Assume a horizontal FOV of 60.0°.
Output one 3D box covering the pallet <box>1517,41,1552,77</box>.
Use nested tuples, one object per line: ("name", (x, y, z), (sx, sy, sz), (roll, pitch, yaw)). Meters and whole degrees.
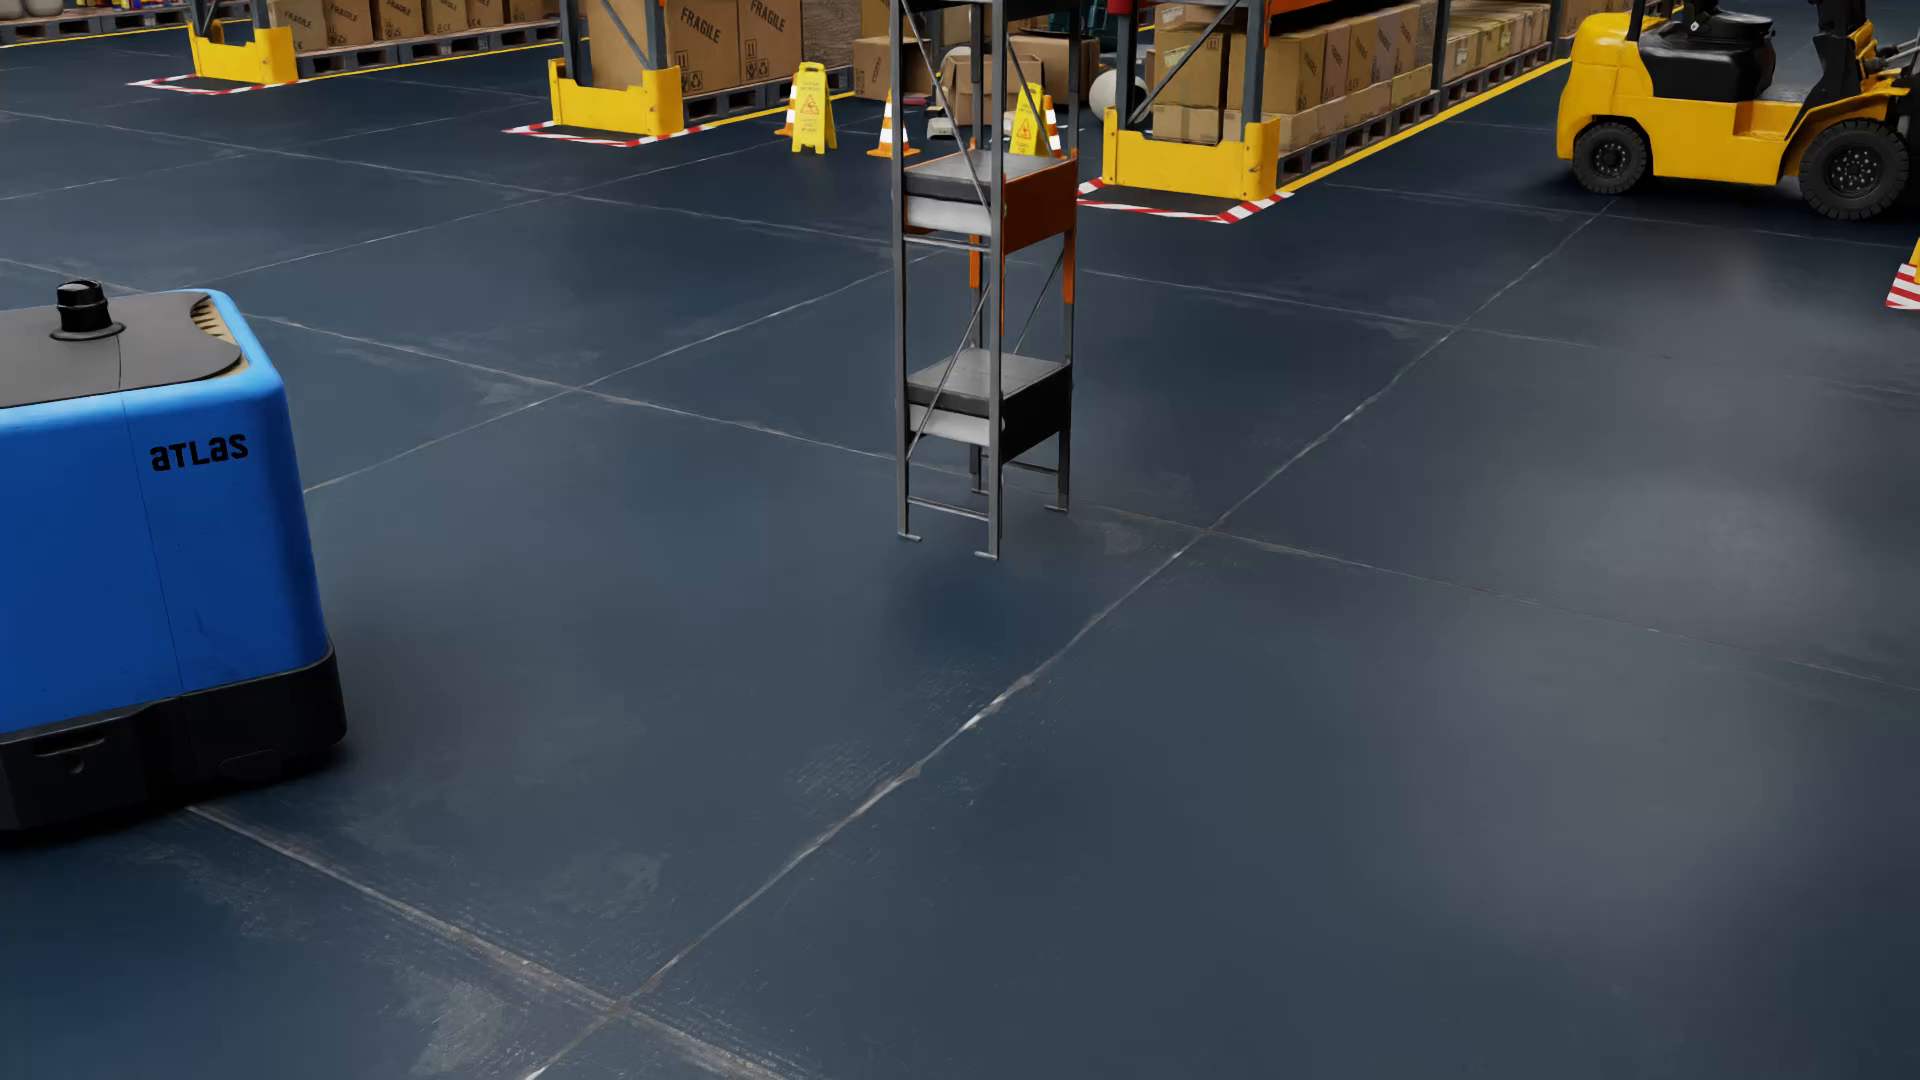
("pallet", (5.304, -4.892, 16.784), (1.003, 0.211, 1.213), (14, 27, 29))

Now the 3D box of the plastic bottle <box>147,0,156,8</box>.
("plastic bottle", (-9.675, -6.495, 19.859), (0.097, 0.271, 0.097), (0, 23, 0))

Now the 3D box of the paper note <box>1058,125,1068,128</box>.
("paper note", (0.881, -3.358, 13.484), (0.142, 0.019, 0.148), (-17, 29, -35))

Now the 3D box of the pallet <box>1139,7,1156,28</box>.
("pallet", (1.872, -6.422, 20.318), (1.003, 0.211, 1.213), (14, 27, 29))

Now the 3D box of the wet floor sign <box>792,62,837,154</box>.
("wet floor sign", (-1.094, -3.233, 12.405), (0.267, 0.644, 0.232), (9, 25, 20))

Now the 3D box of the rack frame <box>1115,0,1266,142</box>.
("rack frame", (1.498, -3.735, 10.601), (1.000, 3.000, 0.127), (14, 27, 29))

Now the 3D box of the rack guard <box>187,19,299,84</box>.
("rack guard", (-6.881, -4.690, 15.954), (1.175, 0.500, 0.348), (14, 27, 29))

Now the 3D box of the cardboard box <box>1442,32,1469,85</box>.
("cardboard box", (3.882, -4.249, 14.569), (0.950, 0.372, 0.625), (14, 27, 30))

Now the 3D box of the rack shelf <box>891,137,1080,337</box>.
("rack shelf", (0.087, -1.007, 5.467), (0.431, 0.518, 0.480), (14, 27, 29))

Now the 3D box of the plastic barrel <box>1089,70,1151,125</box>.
("plastic barrel", (1.301, -3.567, 13.456), (0.421, 0.421, 0.512), (-7, 24, -17))

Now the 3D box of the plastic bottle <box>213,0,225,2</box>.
("plastic bottle", (-9.215, -6.843, 20.562), (0.144, 0.351, 0.185), (12, 26, 26))

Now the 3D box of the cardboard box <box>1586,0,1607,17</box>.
("cardboard box", (6.627, -6.168, 18.369), (0.875, 0.875, 0.875), (14, 27, 30))

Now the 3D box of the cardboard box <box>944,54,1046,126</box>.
("cardboard box", (0.273, -3.712, 13.692), (0.797, 0.503, 0.637), (-3, 24, -7))

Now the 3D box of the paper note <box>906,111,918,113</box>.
("paper note", (-0.413, -3.648, 14.164), (0.123, 0.001, 0.032), (-12, 26, -26))

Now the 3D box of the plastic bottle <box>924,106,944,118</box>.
("plastic bottle", (-0.212, -3.618, 14.031), (0.133, 0.061, 0.283), (5, 24, 11))

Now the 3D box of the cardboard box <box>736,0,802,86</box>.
("cardboard box", (-1.997, -4.496, 14.505), (0.875, 0.875, 0.875), (13, 27, 28))

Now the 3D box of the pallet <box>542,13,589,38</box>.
("pallet", (-4.402, -6.145, 19.679), (1.003, 0.211, 1.213), (14, 27, 29))

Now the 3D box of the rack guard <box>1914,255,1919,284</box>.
("rack guard", (5.704, -1.541, 8.679), (1.175, 0.500, 0.348), (14, 27, 29))

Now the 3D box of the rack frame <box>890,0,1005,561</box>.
("rack frame", (-0.041, -0.937, 5.272), (0.400, 2.100, 0.015), (14, 27, 29))

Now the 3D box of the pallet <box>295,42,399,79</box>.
("pallet", (-6.423, -4.824, 16.628), (1.003, 0.211, 1.213), (14, 27, 29))

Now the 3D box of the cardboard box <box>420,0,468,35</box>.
("cardboard box", (-5.613, -5.660, 17.665), (0.500, 0.500, 0.500), (11, 26, 24))

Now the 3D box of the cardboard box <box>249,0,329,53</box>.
("cardboard box", (-6.578, -5.064, 16.290), (0.500, 0.500, 0.500), (20, 30, 38))

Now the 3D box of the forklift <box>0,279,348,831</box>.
("forklift", (-3.157, -0.633, 3.523), (3.031, 2.935, 1.130), (-13, 26, -27))

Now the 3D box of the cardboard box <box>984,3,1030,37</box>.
("cardboard box", (0.112, -5.801, 17.679), (1.050, 0.750, 0.750), (14, 27, 29))

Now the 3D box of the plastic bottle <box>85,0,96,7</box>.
("plastic bottle", (-10.487, -6.560, 19.992), (0.061, 0.283, 0.133), (15, 27, 30))

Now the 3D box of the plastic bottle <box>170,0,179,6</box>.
("plastic bottle", (-9.514, -6.566, 20.110), (0.097, 0.201, 0.097), (0, 23, 0))

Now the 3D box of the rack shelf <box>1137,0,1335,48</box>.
("rack shelf", (2.553, -4.080, 12.303), (1.077, 0.370, 4.000), (14, 27, 29))

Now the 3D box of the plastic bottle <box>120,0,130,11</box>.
("plastic bottle", (-9.853, -6.349, 19.608), (0.097, 0.201, 0.097), (0, 23, 0))

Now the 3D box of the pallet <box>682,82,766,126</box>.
("pallet", (-2.406, -3.744, 14.134), (1.003, 0.211, 1.213), (14, 27, 29))

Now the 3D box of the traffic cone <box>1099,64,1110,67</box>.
("traffic cone", (1.339, -5.060, 16.856), (0.336, 0.463, 0.334), (14, 27, 29))

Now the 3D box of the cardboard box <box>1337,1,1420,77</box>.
("cardboard box", (3.257, -3.932, 13.045), (0.500, 0.500, 0.500), (14, 27, 30))

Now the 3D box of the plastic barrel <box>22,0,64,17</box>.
("plastic barrel", (-10.583, -6.308, 19.148), (0.421, 0.512, 0.421), (0, 23, 0))

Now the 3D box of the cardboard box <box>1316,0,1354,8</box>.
("cardboard box", (2.795, -4.034, 13.281), (0.500, 0.500, 0.500), (15, 28, 31))

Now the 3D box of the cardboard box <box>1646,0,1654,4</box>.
("cardboard box", (8.250, -6.991, 20.820), (0.875, 0.438, 0.875), (13, 27, 28))

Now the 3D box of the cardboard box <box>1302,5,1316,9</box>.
("cardboard box", (2.541, -4.220, 12.894), (0.380, 0.149, 0.250), (16, 28, 32))

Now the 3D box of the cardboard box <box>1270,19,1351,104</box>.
("cardboard box", (2.442, -3.410, 11.839), (0.500, 0.500, 0.500), (13, 26, 27))

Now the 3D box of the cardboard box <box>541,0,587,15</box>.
("cardboard box", (-4.469, -6.419, 19.395), (0.700, 0.500, 0.500), (12, 26, 25))

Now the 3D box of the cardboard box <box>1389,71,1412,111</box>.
("cardboard box", (3.252, -3.578, 13.172), (0.500, 0.250, 0.500), (13, 27, 28))

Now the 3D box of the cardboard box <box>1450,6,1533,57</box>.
("cardboard box", (5.029, -4.982, 16.262), (0.950, 0.372, 0.625), (13, 27, 28))

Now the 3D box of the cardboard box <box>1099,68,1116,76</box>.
("cardboard box", (1.355, -4.005, 14.667), (0.258, 0.266, 0.396), (-3, 24, -7))

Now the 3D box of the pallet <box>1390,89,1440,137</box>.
("pallet", (3.283, -3.571, 13.733), (1.003, 0.211, 1.213), (14, 27, 29))

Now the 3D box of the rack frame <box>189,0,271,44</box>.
("rack frame", (-6.921, -5.811, 15.399), (1.000, 3.000, 0.127), (14, 27, 29))

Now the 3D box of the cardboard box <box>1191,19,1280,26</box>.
("cardboard box", (1.971, -3.512, 12.075), (0.500, 0.500, 0.500), (15, 28, 31))

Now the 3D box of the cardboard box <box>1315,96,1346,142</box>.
("cardboard box", (2.434, -3.051, 11.953), (0.500, 0.250, 0.500), (15, 28, 31))

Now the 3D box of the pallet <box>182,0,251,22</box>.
("pallet", (-9.409, -6.702, 20.965), (1.003, 0.211, 1.213), (14, 27, 29))

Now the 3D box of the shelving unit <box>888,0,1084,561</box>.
("shelving unit", (0.087, -1.019, 5.462), (0.431, 2.100, 0.503), (14, 27, 29))

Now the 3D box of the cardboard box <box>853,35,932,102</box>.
("cardboard box", (-0.598, -4.203, 14.826), (0.500, 0.500, 0.500), (20, 30, 38))
